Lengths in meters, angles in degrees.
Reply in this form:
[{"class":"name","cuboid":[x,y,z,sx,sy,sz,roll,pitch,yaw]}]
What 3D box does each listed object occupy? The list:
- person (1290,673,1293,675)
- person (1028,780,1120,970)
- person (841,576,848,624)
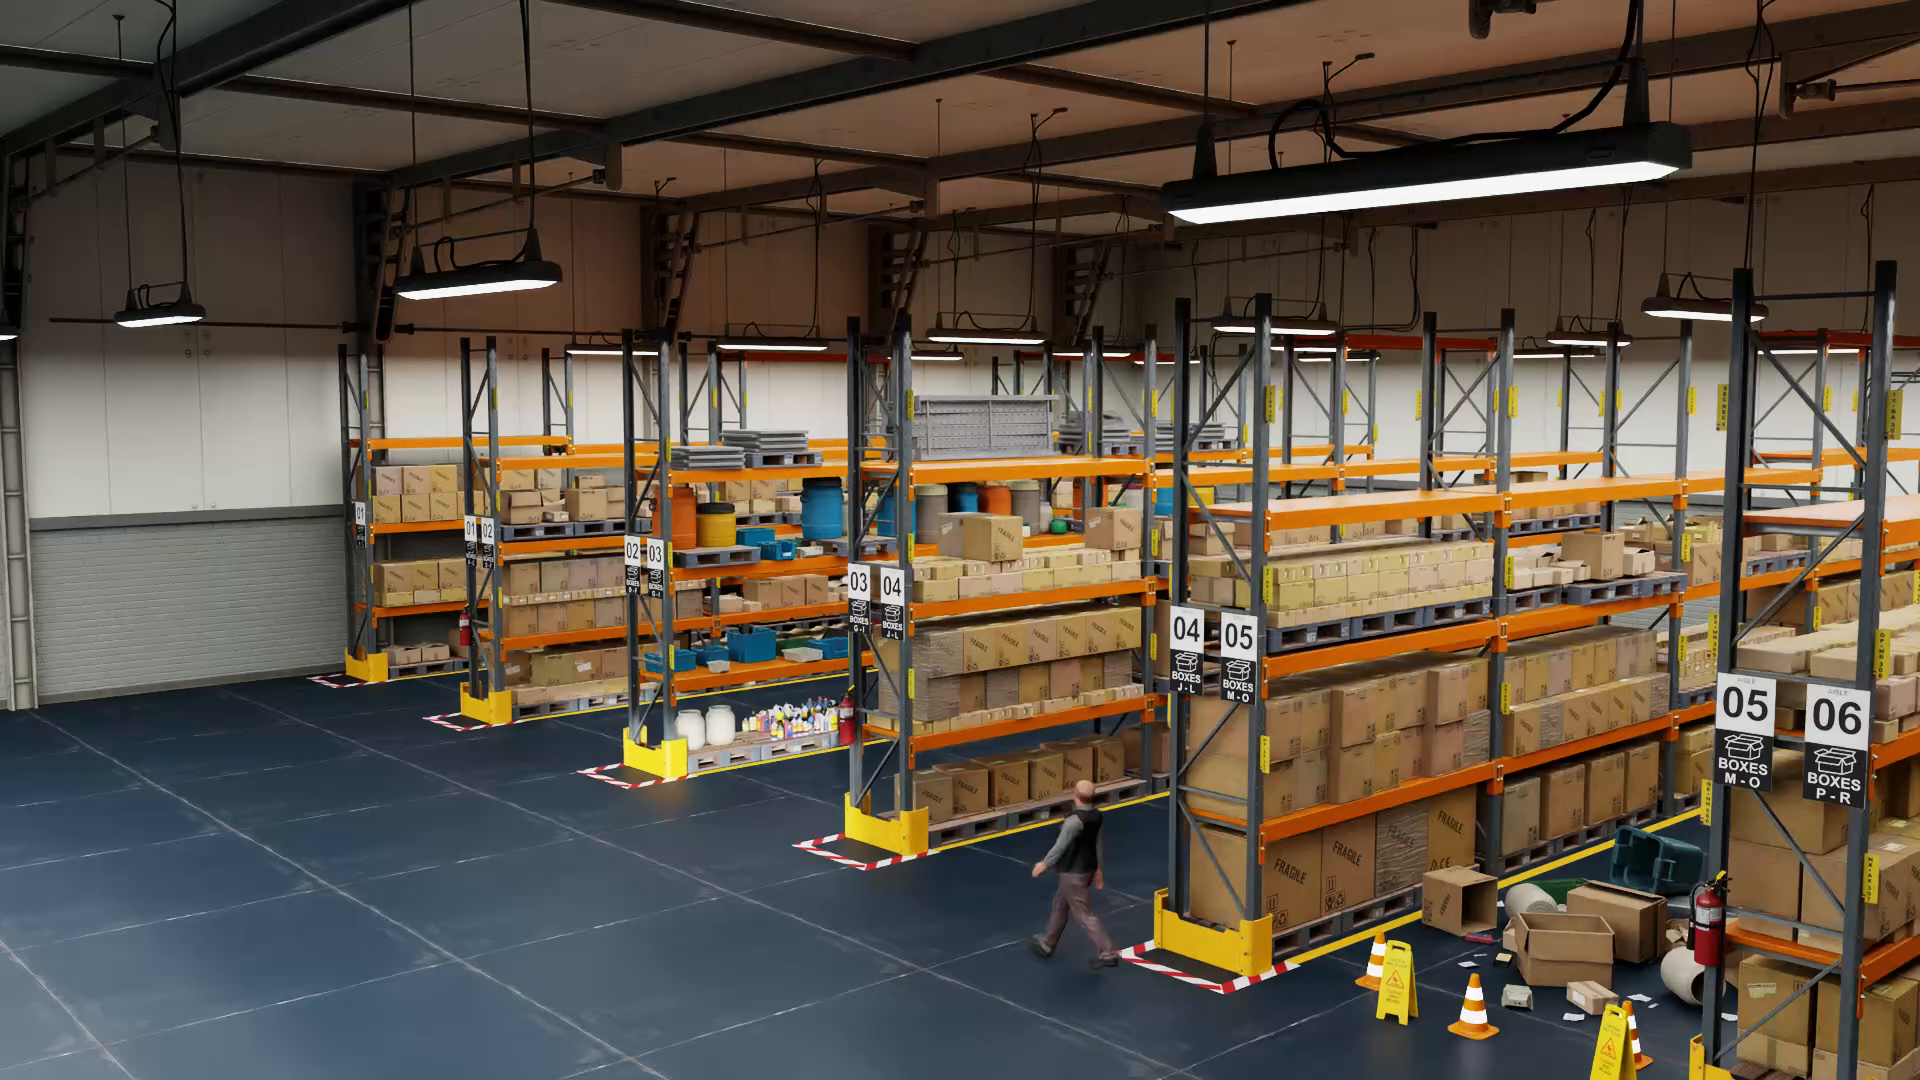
[{"class":"person","cuboid":[4.341,2.406,21.609,0.365,1.703,0.451,1,5,13]},{"class":"person","cuboid":[1.025,2.994,14.984,1.032,1.681,0.559,3,6,28]},{"class":"person","cuboid":[-2.071,1.308,33.133,0.483,1.764,0.654,5,7,44]}]
